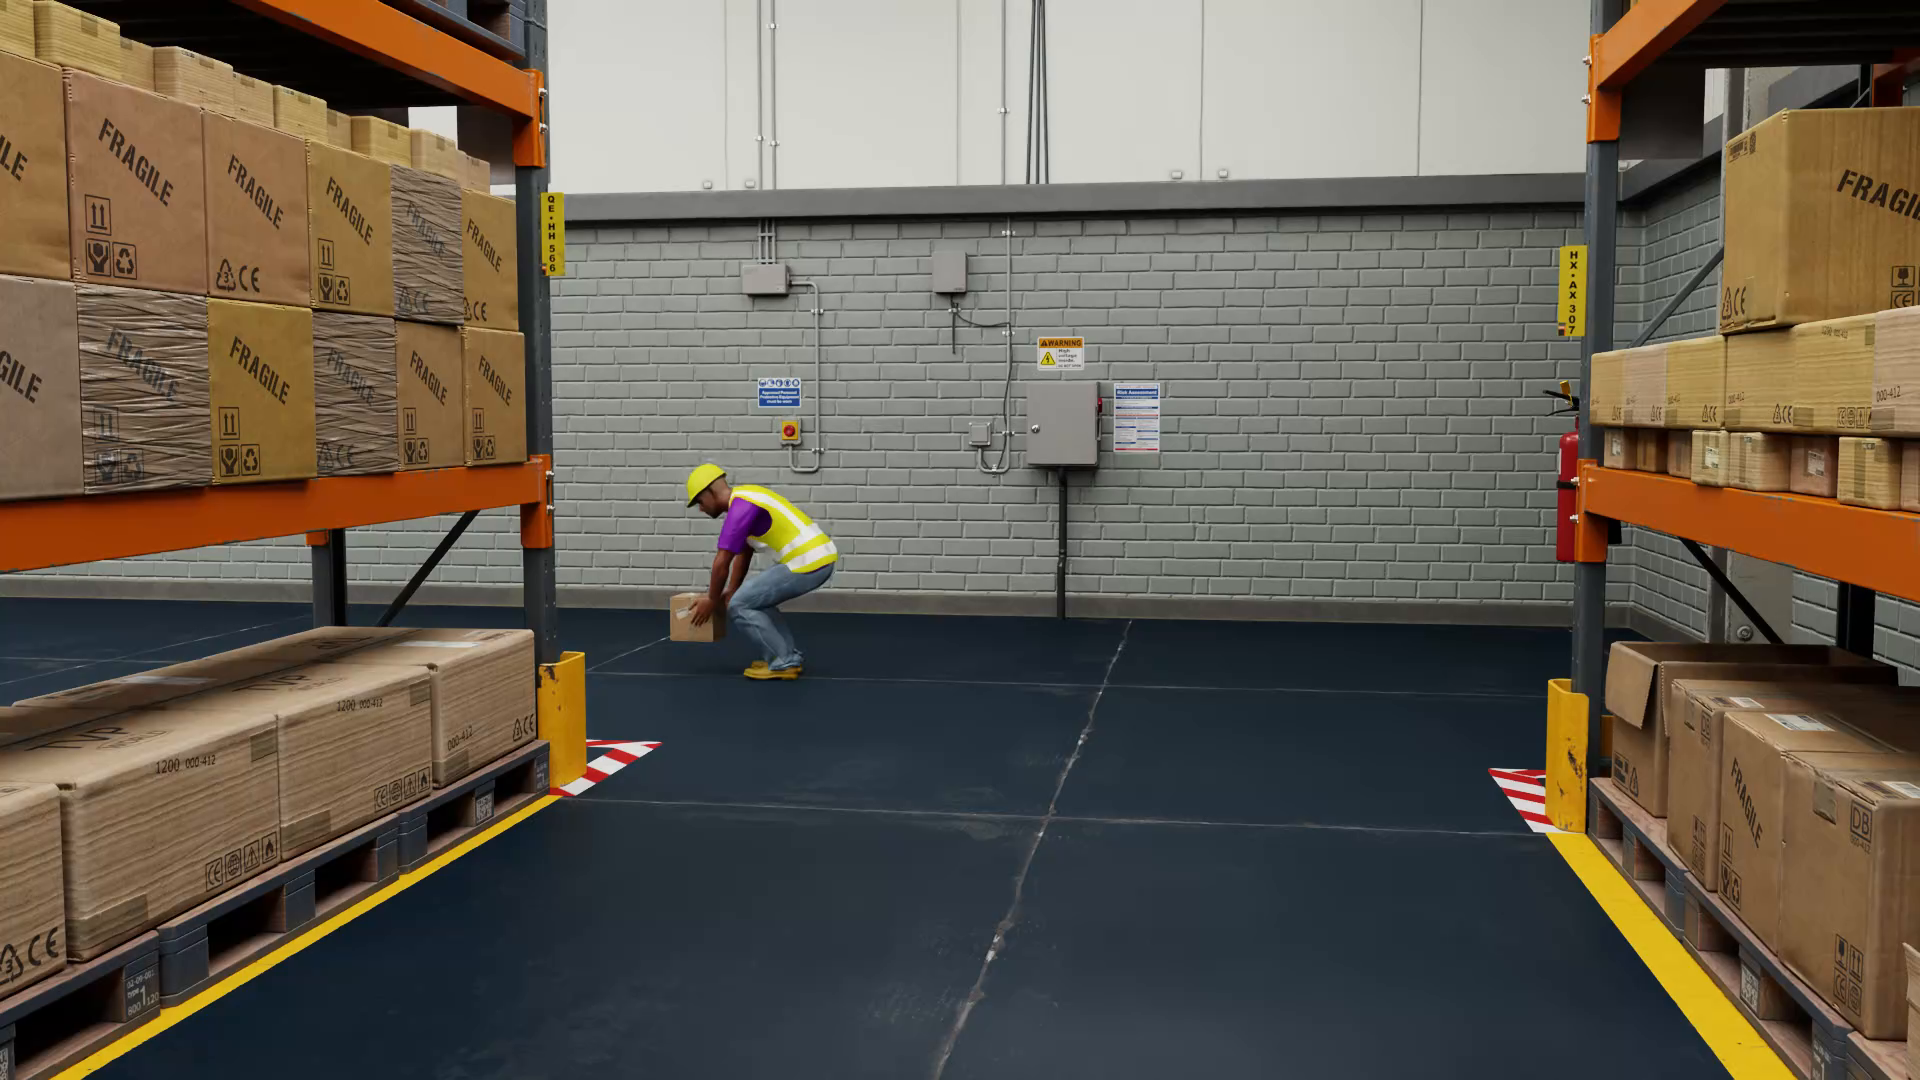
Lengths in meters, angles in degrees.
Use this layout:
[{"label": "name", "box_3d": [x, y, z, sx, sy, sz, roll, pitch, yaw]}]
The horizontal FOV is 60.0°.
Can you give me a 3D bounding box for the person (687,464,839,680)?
[{"label": "person", "box_3d": [-1.122, 0.175, 9.378, 0.839, 1.207, 0.620, 1, 4, 9]}]
